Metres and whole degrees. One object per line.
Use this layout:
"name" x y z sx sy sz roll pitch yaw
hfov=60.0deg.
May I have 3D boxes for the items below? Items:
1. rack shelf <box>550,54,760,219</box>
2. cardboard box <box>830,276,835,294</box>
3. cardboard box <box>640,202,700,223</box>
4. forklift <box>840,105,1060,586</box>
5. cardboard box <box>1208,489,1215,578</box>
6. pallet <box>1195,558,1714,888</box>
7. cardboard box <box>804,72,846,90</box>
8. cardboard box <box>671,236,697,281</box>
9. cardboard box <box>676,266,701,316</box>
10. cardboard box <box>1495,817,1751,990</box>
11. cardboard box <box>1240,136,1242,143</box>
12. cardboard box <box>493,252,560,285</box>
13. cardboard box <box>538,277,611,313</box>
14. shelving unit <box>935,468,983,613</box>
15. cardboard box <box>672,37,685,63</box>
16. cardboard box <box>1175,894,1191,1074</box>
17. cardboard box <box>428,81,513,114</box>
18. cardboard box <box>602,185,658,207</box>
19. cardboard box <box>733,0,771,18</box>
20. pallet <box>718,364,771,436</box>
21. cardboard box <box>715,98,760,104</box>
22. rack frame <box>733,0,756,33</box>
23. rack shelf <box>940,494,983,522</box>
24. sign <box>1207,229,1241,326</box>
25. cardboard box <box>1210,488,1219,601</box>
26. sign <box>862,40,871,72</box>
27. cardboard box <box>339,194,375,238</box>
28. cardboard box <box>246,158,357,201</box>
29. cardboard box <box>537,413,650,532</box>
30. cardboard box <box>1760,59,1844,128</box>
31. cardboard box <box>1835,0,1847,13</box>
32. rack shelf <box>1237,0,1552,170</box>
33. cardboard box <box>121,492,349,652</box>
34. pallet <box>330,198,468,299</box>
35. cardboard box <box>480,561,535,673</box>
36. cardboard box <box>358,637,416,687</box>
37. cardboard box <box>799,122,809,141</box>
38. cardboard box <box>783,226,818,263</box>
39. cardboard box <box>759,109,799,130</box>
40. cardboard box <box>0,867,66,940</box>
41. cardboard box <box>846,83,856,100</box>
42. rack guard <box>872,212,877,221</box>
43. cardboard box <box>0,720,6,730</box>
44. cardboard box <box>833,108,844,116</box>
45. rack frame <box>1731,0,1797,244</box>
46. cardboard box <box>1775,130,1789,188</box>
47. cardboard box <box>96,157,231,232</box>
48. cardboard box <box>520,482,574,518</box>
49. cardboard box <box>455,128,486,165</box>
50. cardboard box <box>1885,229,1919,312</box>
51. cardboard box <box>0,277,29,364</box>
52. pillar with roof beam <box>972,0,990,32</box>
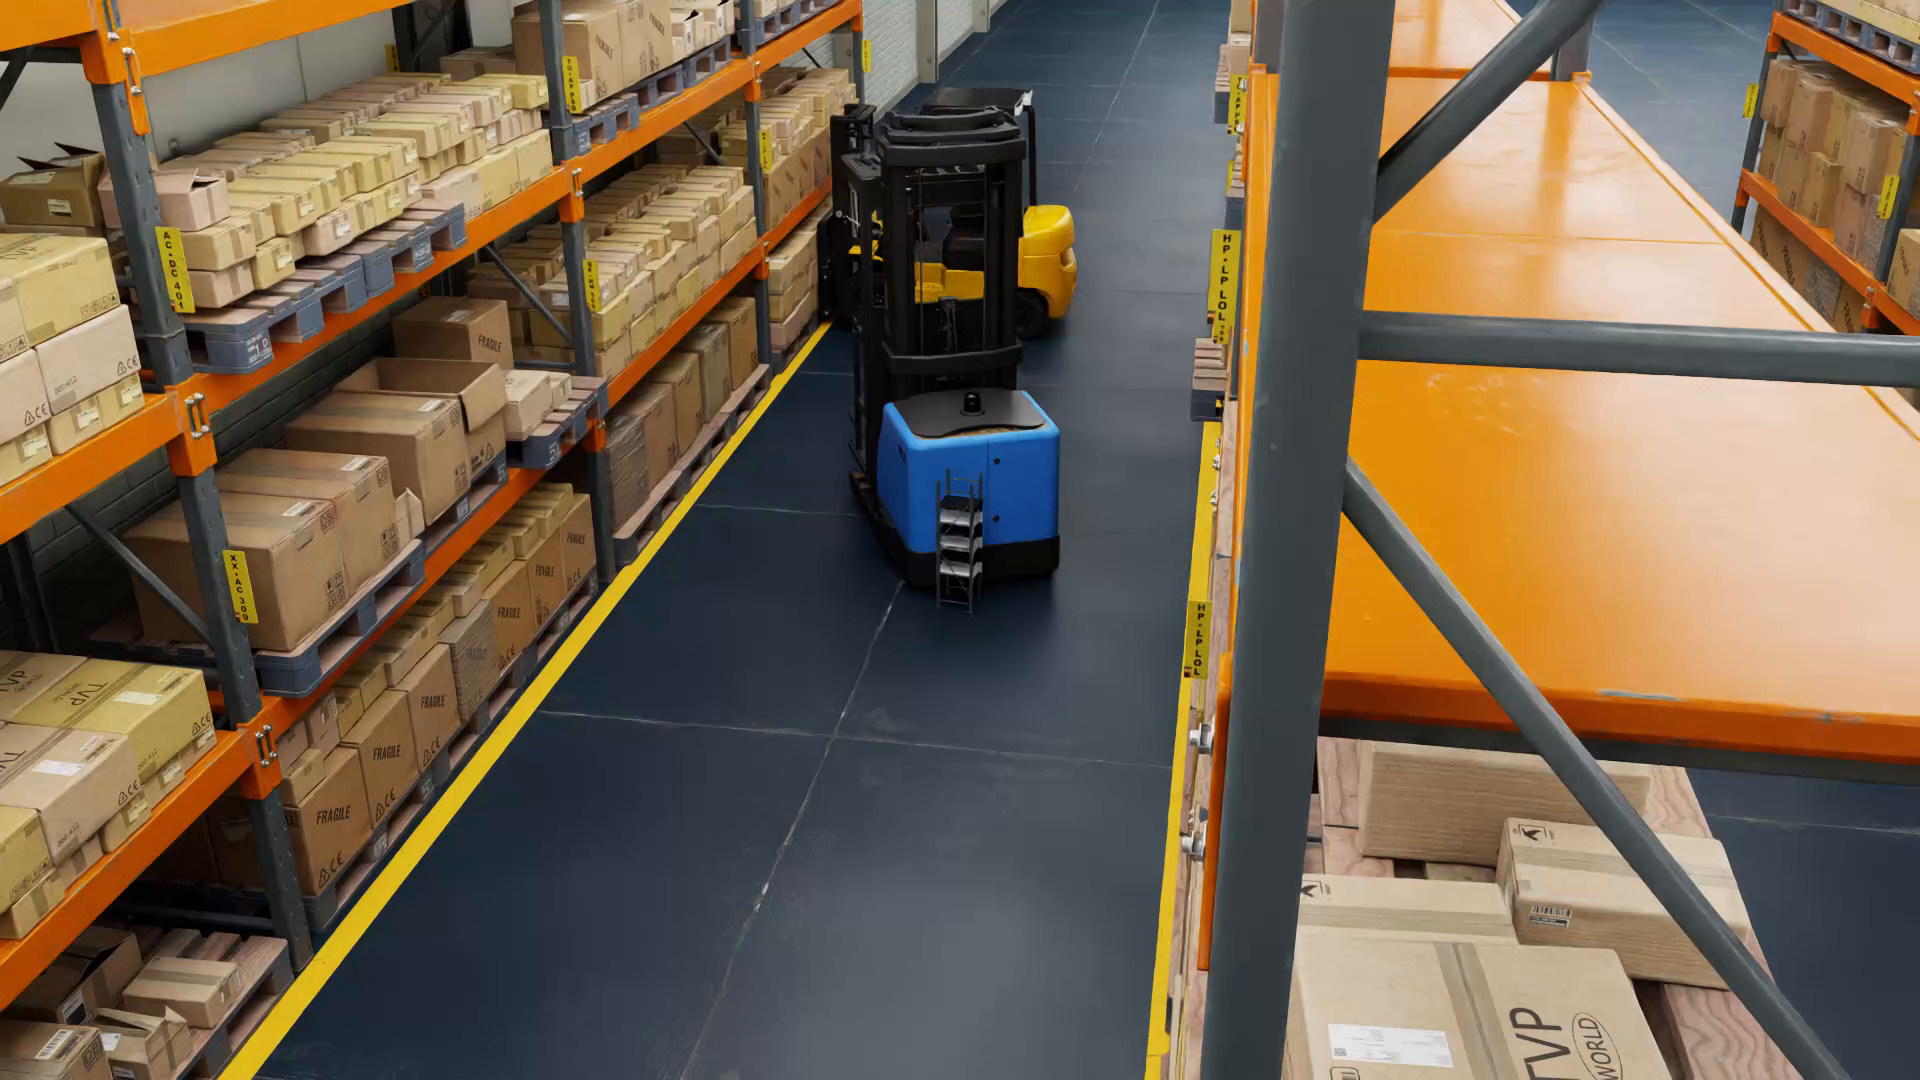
"rack shelf" -2.494 -2.992 11.915 1.077 0.370 4.000 4 25 9
"cardboard box" -1.522 -2.561 16.431 0.500 0.250 0.500 5 26 10
"cardboard box" -2.183 -2.441 12.542 0.380 0.149 0.250 4 25 9
"forklift" -0.205 -1.626 11.766 1.130 2.935 3.031 -6 26 -13
"cardboard box" 1.882 0.274 9.637 0.875 0.875 0.875 4 25 8
"pallet" 1.078 0.424 3.872 1.003 0.211 1.213 4 25 9
"cardboard box" -1.373 -4.673 16.961 0.380 0.149 0.250 4 25 9
"cardboard box" -2.262 -2.093 12.270 0.500 0.250 0.500 4 25 9
"cardboard box" -2.256 -1.867 12.377 0.500 0.250 0.500 5 26 10
"cardboard box" 1.174 0.646 2.977 0.380 0.149 0.250 5 26 10
"cardboard box" 2.716 -3.270 14.729 0.500 0.500 0.500 5 25 10
"cardboard box" -2.932 -1.834 11.246 0.380 0.149 0.250 4 25 8
"cardboard box" -2.478 -1.575 10.694 0.380 0.149 0.250 5 26 10
"shelving unit" -0.004 0.009 10.669 0.258 0.900 0.210 8 26 15
"cardboard box" -2.173 -3.473 11.776 0.380 0.149 0.250 4 25 8
"cardboard box" 0.914 1.443 5.012 0.500 0.500 0.500 4 25 9
"cardboard box" -2.732 -2.462 9.289 0.380 0.149 0.250 3 25 7
"cardboard box" -2.594 -2.682 13.058 0.380 0.149 0.250 4 25 8
"cardboard box" -1.794 -4.443 13.849 0.380 0.149 0.250 5 25 10
"pallet" -2.249 -1.222 14.112 1.003 0.211 1.213 4 25 9
"cardboard box" -2.099 -4.062 15.655 0.380 0.149 0.250 5 25 10
"rack frame" -2.167 -5.513 12.914 1.000 3.000 0.127 4 25 9
"rack shelf" -0.003 -0.206 10.568 0.258 0.077 0.200 8 26 15
"sign" 0.886 -0.877 5.565 0.100 0.325 0.005 4 25 9
"cardboard box" 1.326 -0.027 6.973 0.500 0.500 0.500 5 25 10
"sign" -0.980 -5.057 17.371 0.100 0.325 0.005 4 25 9
"cardboard box" -2.868 -1.455 7.466 0.380 0.149 0.250 4 25 8
"cardboard box" -2.936 -1.600 7.424 0.380 0.149 0.250 4 25 9
"cardboard box" -2.705 -0.498 11.581 0.875 0.625 0.625 5 26 10
"cardboard box" 8.186 -4.231 15.799 0.875 0.550 0.550 4 25 9
"cardboard box" 7.665 -4.551 14.079 0.380 0.149 0.250 4 25 9
"rack shelf" 1.750 -2.155 7.058 1.077 0.370 4.000 4 25 9
"cardboard box" -3.174 0.127 7.326 0.700 0.500 0.500 5 25 10
"pallet" -3.132 -1.426 7.941 1.213 0.211 1.003 4 25 9
"cardboard box" -2.853 0.438 9.729 0.500 0.500 0.500 5 26 11
"cardboard box" -3.044 0.619 8.576 0.380 0.149 0.250 4 25 8
"cardboard box" -1.618 -3.784 15.412 0.380 0.149 0.250 3 25 7
"cardboard box" -1.615 -2.797 15.755 0.500 0.250 0.500 5 26 10
"cardboard box" -1.676 -3.817 15.132 0.380 0.149 0.250 4 25 8
"cardboard box" -3.401 1.252 5.834 0.380 0.149 0.250 4 25 8
"cardboard box" -1.293 -4.644 17.250 0.380 0.149 0.250 4 25 9
"rack guard" -1.509 -3.347 18.311 1.175 0.500 0.348 4 25 9
"cardboard box" -3.897 0.882 6.154 0.500 0.250 0.500 4 25 8
"cardboard box" -1.428 -4.074 16.798 0.500 0.500 0.500 5 26 10
"rack frame" 8.285 -3.826 16.386 1.000 3.000 0.127 4 25 9
"cardboard box" 8.200 -3.504 15.521 0.875 0.550 0.550 4 25 9
"cardboard box" -3.081 -1.355 6.411 0.396 0.266 0.258 4 25 8
"cardboard box" -2.651 -0.251 10.436 0.380 0.149 0.250 3 25 6
"cardboard box" -2.768 -2.107 8.882 0.380 0.149 0.250 4 25 9
"cardboard box" 7.279 -1.997 12.360 0.500 0.500 0.500 4 25 9
"cardboard box" -3.393 -0.661 5.323 0.500 0.250 0.500 4 25 8
"pillar with roof beam" 4.673 -14.187 31.445 9.100 9.000 0.400 4 25 9
